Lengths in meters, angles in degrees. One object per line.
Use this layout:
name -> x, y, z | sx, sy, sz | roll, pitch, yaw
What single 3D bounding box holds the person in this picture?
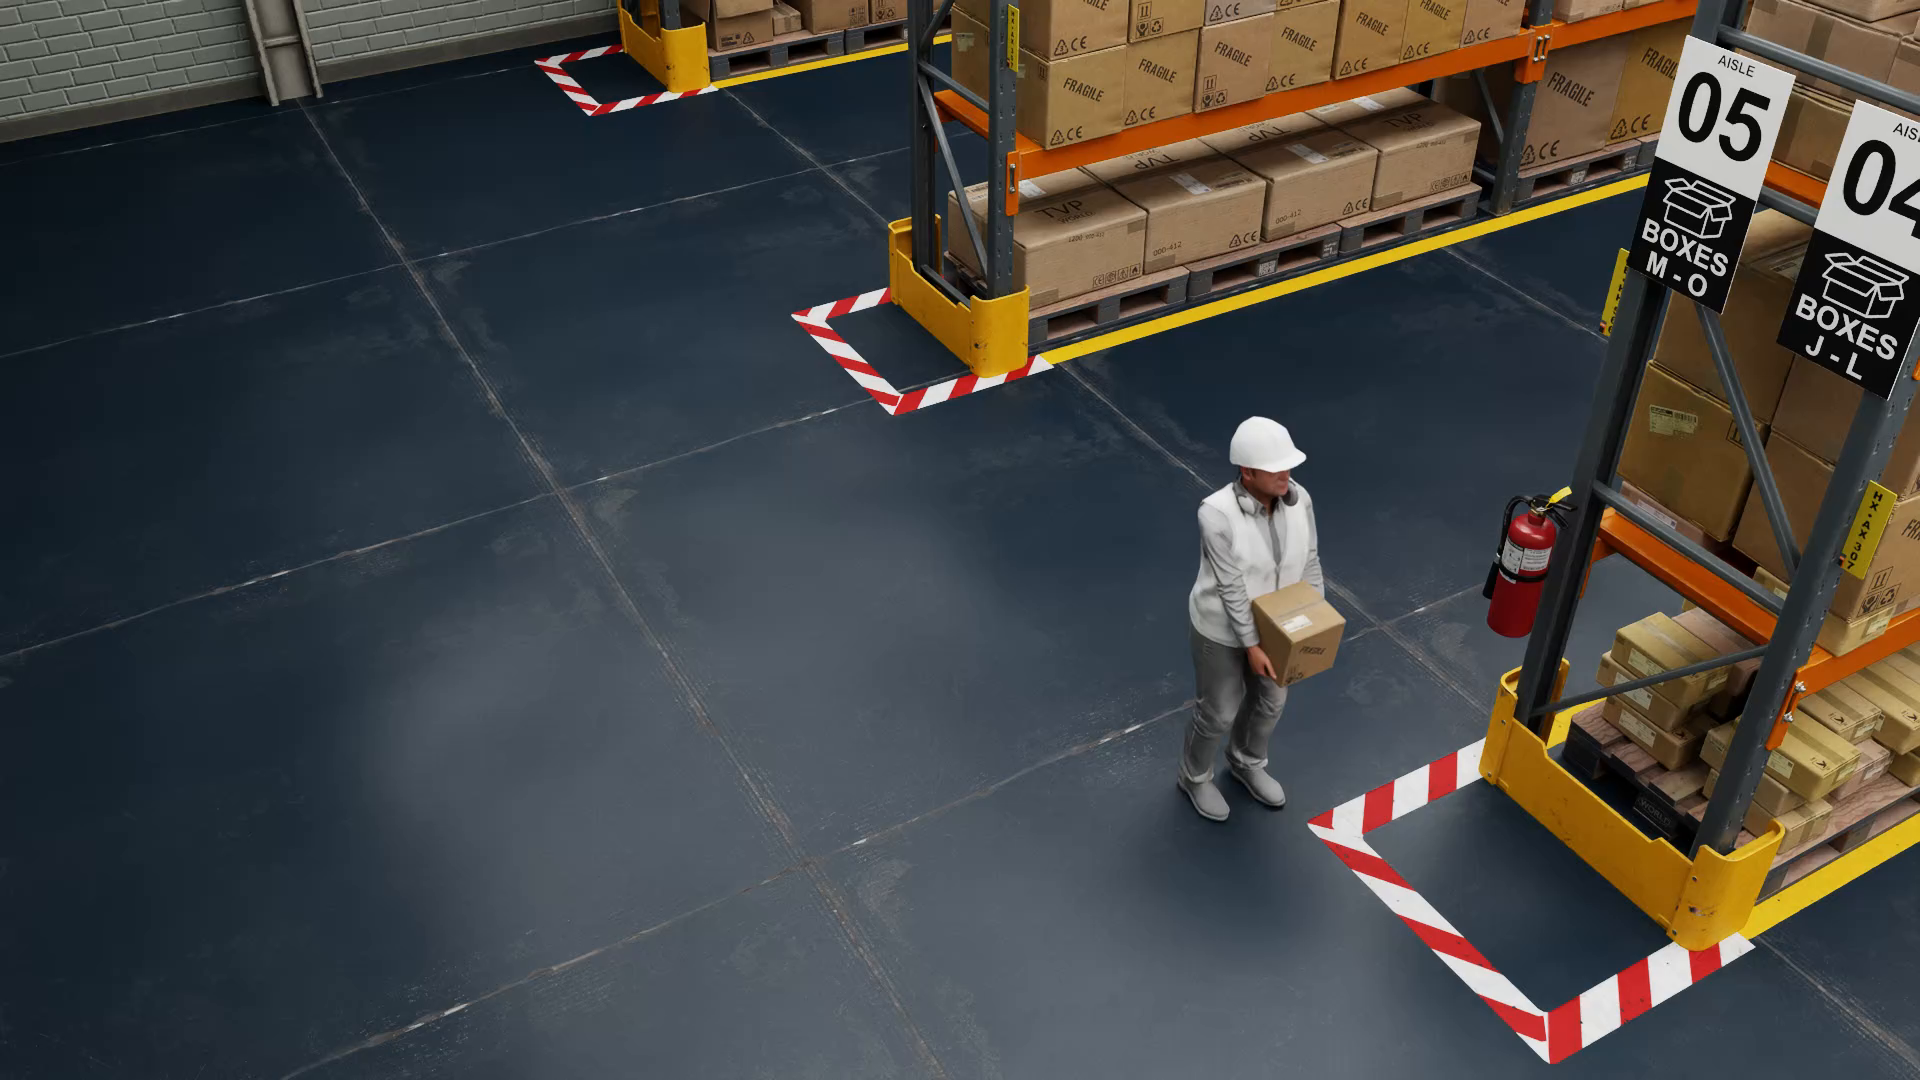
person -> 1.169, 0.355, 6.434 | 0.495, 1.768, 0.546 | -19, 40, -23
